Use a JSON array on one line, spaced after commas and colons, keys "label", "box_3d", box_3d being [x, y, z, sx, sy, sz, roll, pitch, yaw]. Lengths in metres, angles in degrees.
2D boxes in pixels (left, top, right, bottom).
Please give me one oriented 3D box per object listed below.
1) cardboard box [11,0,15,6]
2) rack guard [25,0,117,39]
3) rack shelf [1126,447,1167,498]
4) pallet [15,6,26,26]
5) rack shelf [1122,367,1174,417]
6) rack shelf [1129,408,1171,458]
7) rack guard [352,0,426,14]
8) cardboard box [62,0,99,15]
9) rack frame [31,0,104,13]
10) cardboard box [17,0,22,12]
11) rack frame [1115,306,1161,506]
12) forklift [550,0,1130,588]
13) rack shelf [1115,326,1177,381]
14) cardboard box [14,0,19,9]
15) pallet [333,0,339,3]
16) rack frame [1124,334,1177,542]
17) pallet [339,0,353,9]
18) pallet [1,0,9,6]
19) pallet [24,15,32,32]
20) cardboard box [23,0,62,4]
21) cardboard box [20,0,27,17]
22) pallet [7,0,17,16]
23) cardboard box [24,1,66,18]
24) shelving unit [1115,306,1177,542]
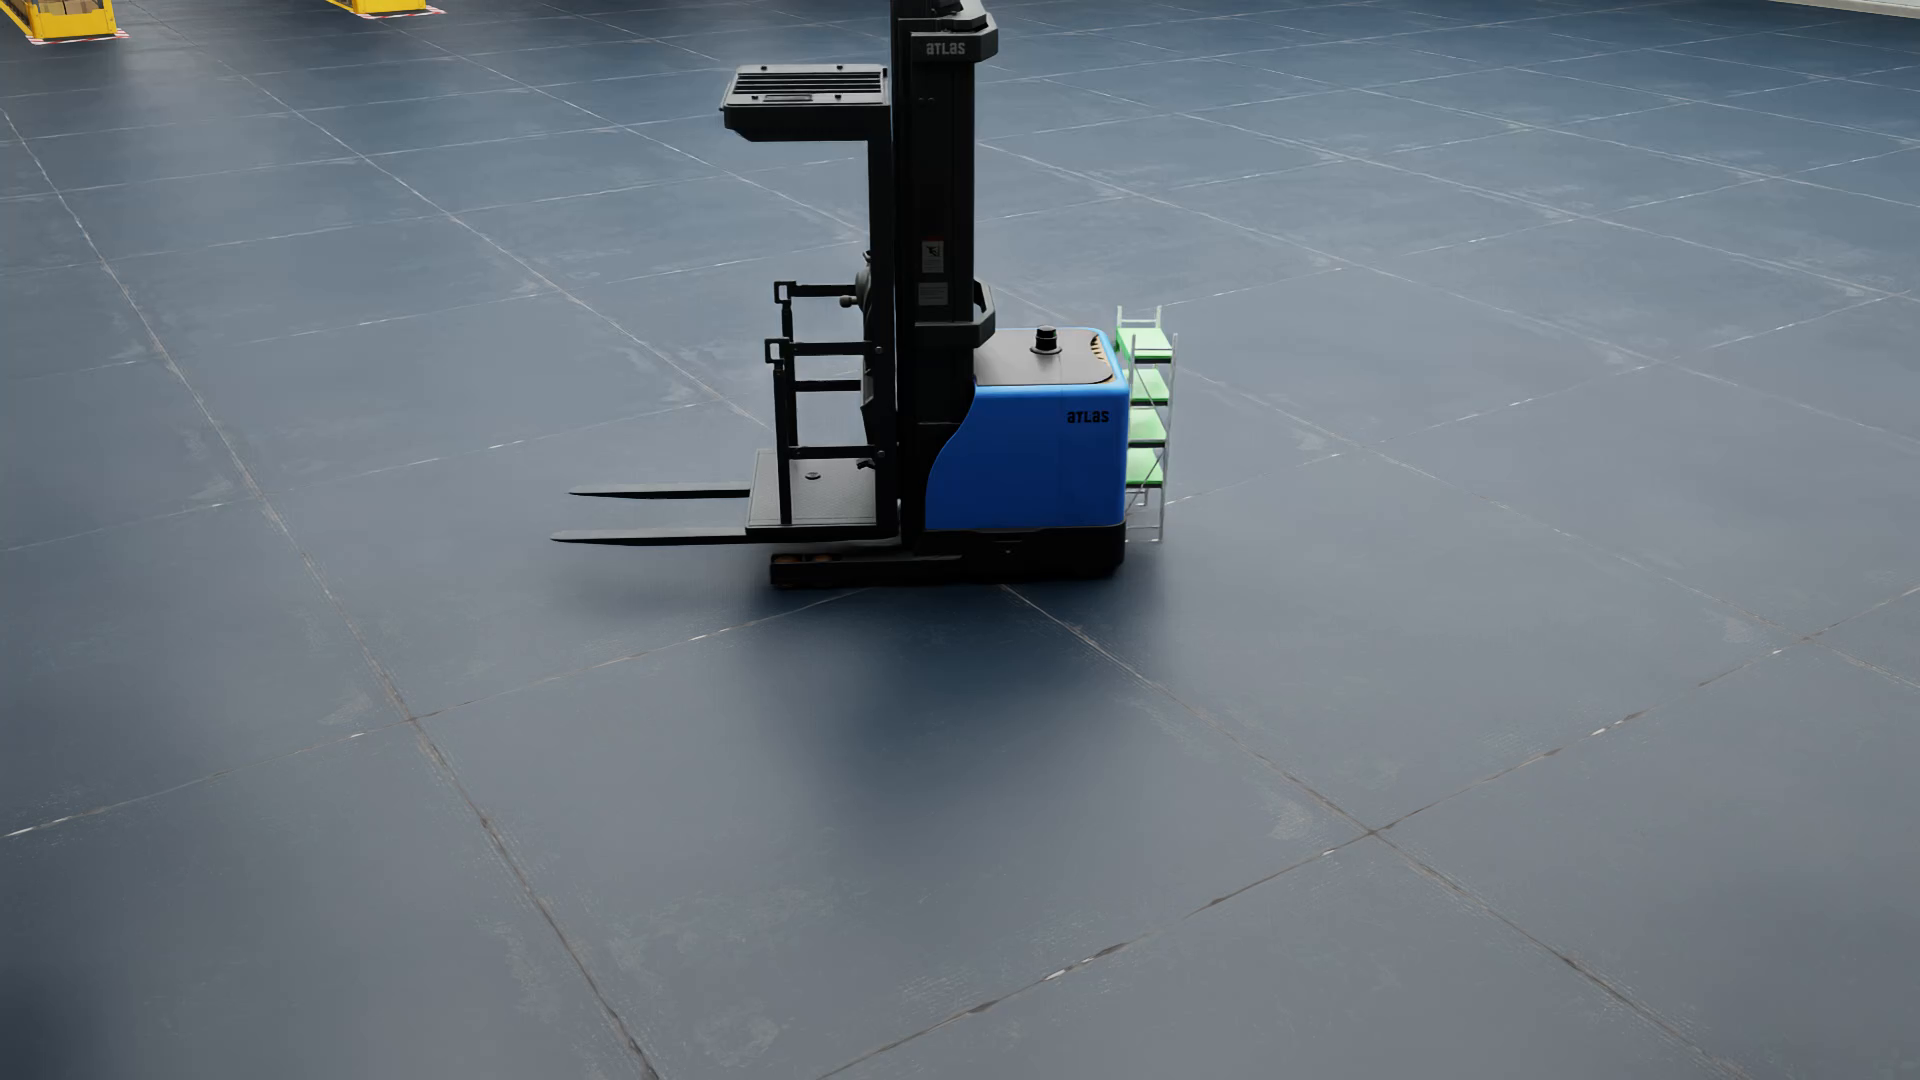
[{"label": "cardboard box", "box_3d": [-15.477, -9.042, 27.619, 0.500, 0.250, 0.500, -16, 29, -30]}, {"label": "rack guard", "box_3d": [-13.817, -8.123, 25.870, 1.175, 0.500, 0.348, -16, 29, -30]}, {"label": "rack shelf", "box_3d": [0.991, -0.365, 9.325, 0.258, 0.148, 0.480, -1, 25, -4]}, {"label": "pallet", "box_3d": [-14.945, -8.700, 27.432, 1.003, 0.211, 1.213, -16, 29, -30]}, {"label": "rack shelf", "box_3d": [0.998, -0.799, 9.120, 0.258, 0.148, 0.480, -1, 25, -4]}, {"label": "rack shelf", "box_3d": [0.995, -0.582, 9.223, 0.258, 0.148, 0.480, -1, 25, -4]}, {"label": "rack guard", "box_3d": [-9.759, -9.300, 28.365, 1.175, 0.500, 0.348, -16, 29, -30]}, {"label": "cardboard box", "box_3d": [-13.936, -8.452, 26.368, 0.500, 0.250, 0.500, -16, 29, -30]}, {"label": "rack frame", "box_3d": [-13.830, -9.262, 25.355, 1.000, 3.000, 0.127, -16, 29, -30]}, {"label": "cardboard box", "box_3d": [-14.928, -8.685, 26.864, 0.500, 0.250, 0.500, -16, 29, -30]}, {"label": "rack frame", "box_3d": [0.980, -0.744, 9.415, 0.240, 1.200, 0.015, -1, 25, -4]}, {"label": "forklift", "box_3d": [-0.660, -1.305, 8.581, 3.031, 2.935, 1.130, -1, 25, -3]}, {"label": "rack shelf", "box_3d": [1.002, -1.017, 9.018, 0.258, 0.148, 0.480, -1, 25, -4]}, {"label": "cardboard box", "box_3d": [-15.199, -8.865, 27.243, 0.500, 0.250, 0.500, -16, 29, -30]}, {"label": "pallet", "box_3d": [-10.860, -9.898, 29.969, 1.003, 0.211, 1.213, -16, 29, -30]}, {"label": "rack frame", "box_3d": [1.011, -0.536, 8.975, 0.240, 1.200, 0.015, -1, 25, -4]}, {"label": "pallet", "box_3d": [-10.198, -9.462, 29.045, 1.003, 0.211, 1.213, -16, 29, -30]}, {"label": "pallet", "box_3d": [-16.449, -9.686, 29.520, 1.003, 0.211, 1.213, -16, 29, -30]}, {"label": "pallet", "box_3d": [-14.283, -8.264, 26.509, 1.003, 0.211, 1.213, -16, 29, -30]}, {"label": "cardboard box", "box_3d": [-14.372, -8.670, 25.952, 0.500, 0.500, 0.500, -16, 29, -30]}, {"label": "cardboard box", "box_3d": [-14.653, -8.507, 26.486, 0.500, 0.250, 0.500, -16, 29, -30]}, {"label": "pallet", "box_3d": [-15.615, -9.137, 28.358, 1.003, 0.211, 1.213, -16, 29, -30]}, {"label": "cardboard box", "box_3d": [-14.370, -8.331, 26.113, 0.500, 0.250, 0.500, -16, 29, -30]}, {"label": "shelving unit", "box_3d": [0.996, -0.640, 9.195, 0.258, 1.200, 0.503, -1, 25, -4]}]
